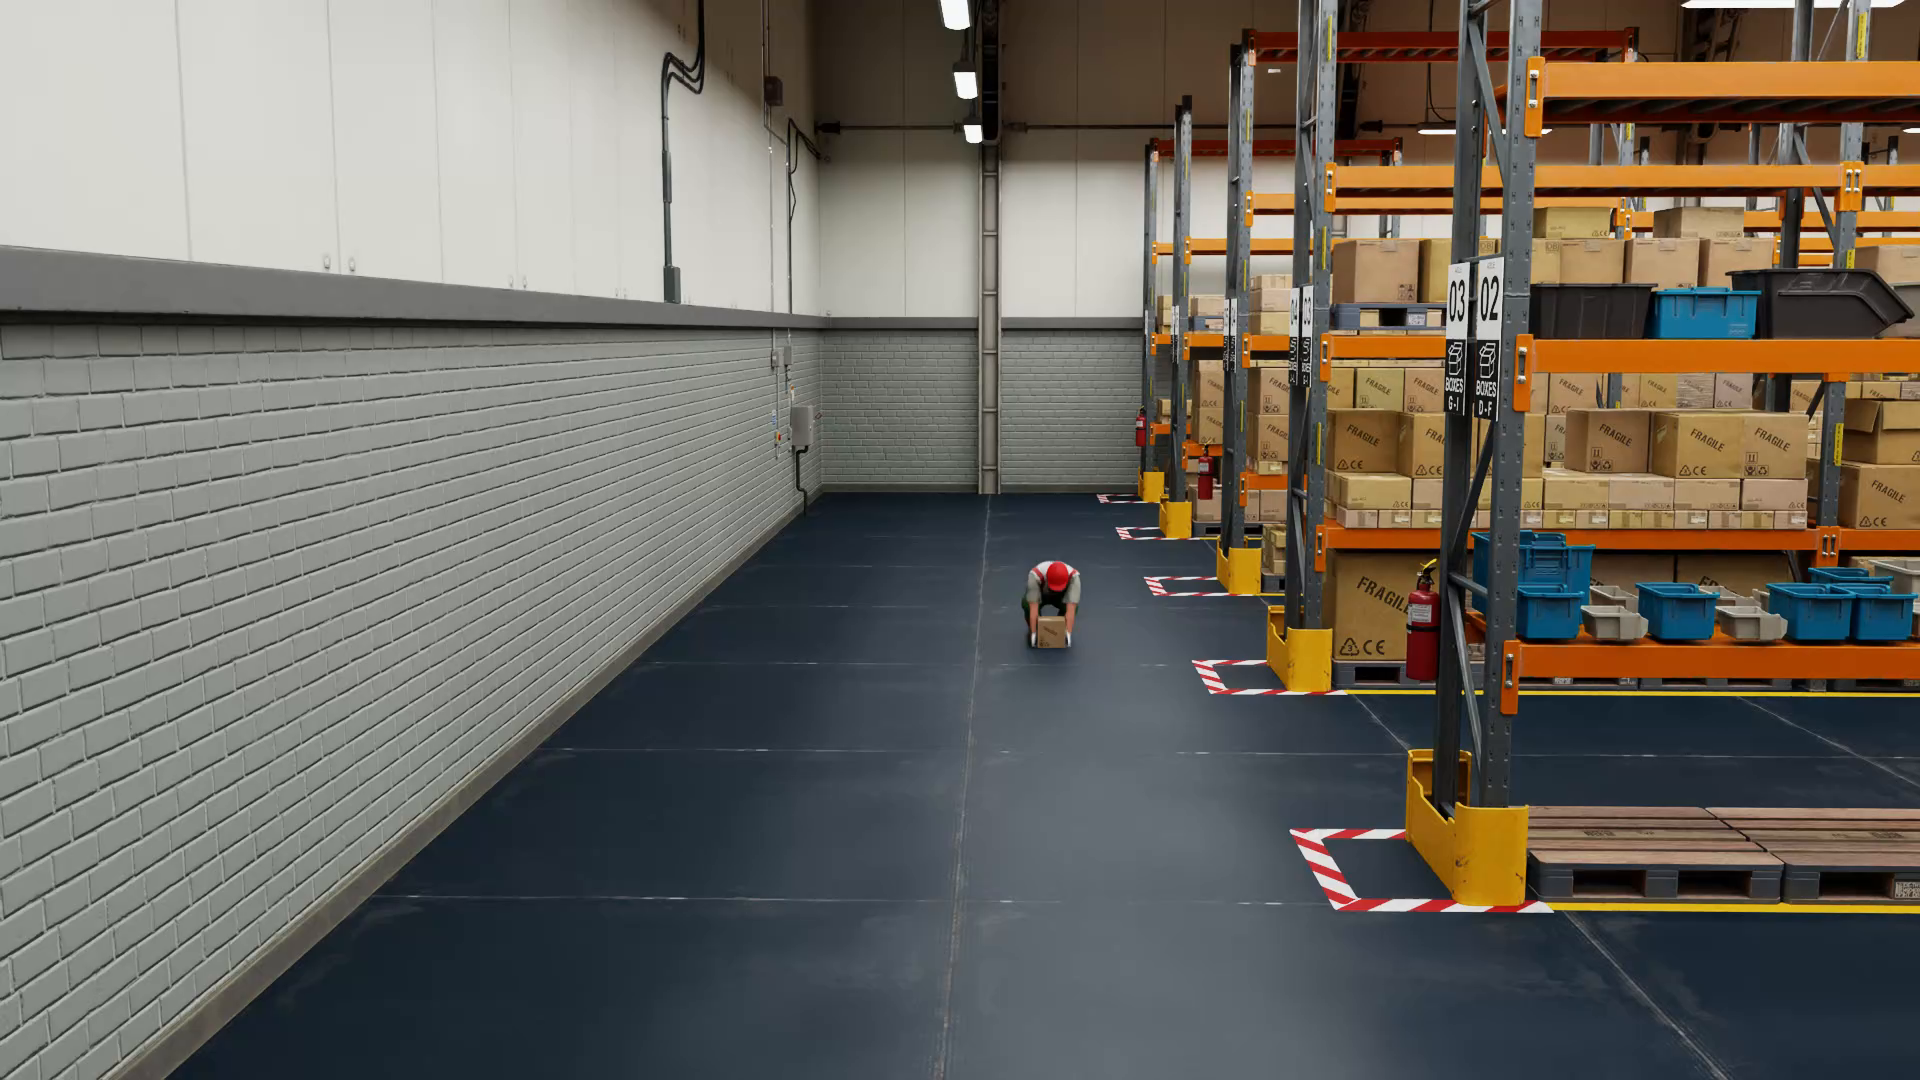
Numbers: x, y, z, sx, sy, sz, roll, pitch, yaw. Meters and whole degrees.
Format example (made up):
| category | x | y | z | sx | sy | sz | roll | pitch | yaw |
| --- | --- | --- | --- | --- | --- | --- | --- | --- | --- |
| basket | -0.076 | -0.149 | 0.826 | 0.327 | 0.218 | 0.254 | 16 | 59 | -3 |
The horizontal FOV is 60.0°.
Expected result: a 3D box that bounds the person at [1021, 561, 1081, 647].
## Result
| category | x | y | z | sx | sy | sz | roll | pitch | yaw |
| --- | --- | --- | --- | --- | --- | --- | --- | --- | --- |
| person | 0.842 | 0.580 | 15.438 | 0.544 | 0.866 | 0.921 | 0 | 7 | 1 |
